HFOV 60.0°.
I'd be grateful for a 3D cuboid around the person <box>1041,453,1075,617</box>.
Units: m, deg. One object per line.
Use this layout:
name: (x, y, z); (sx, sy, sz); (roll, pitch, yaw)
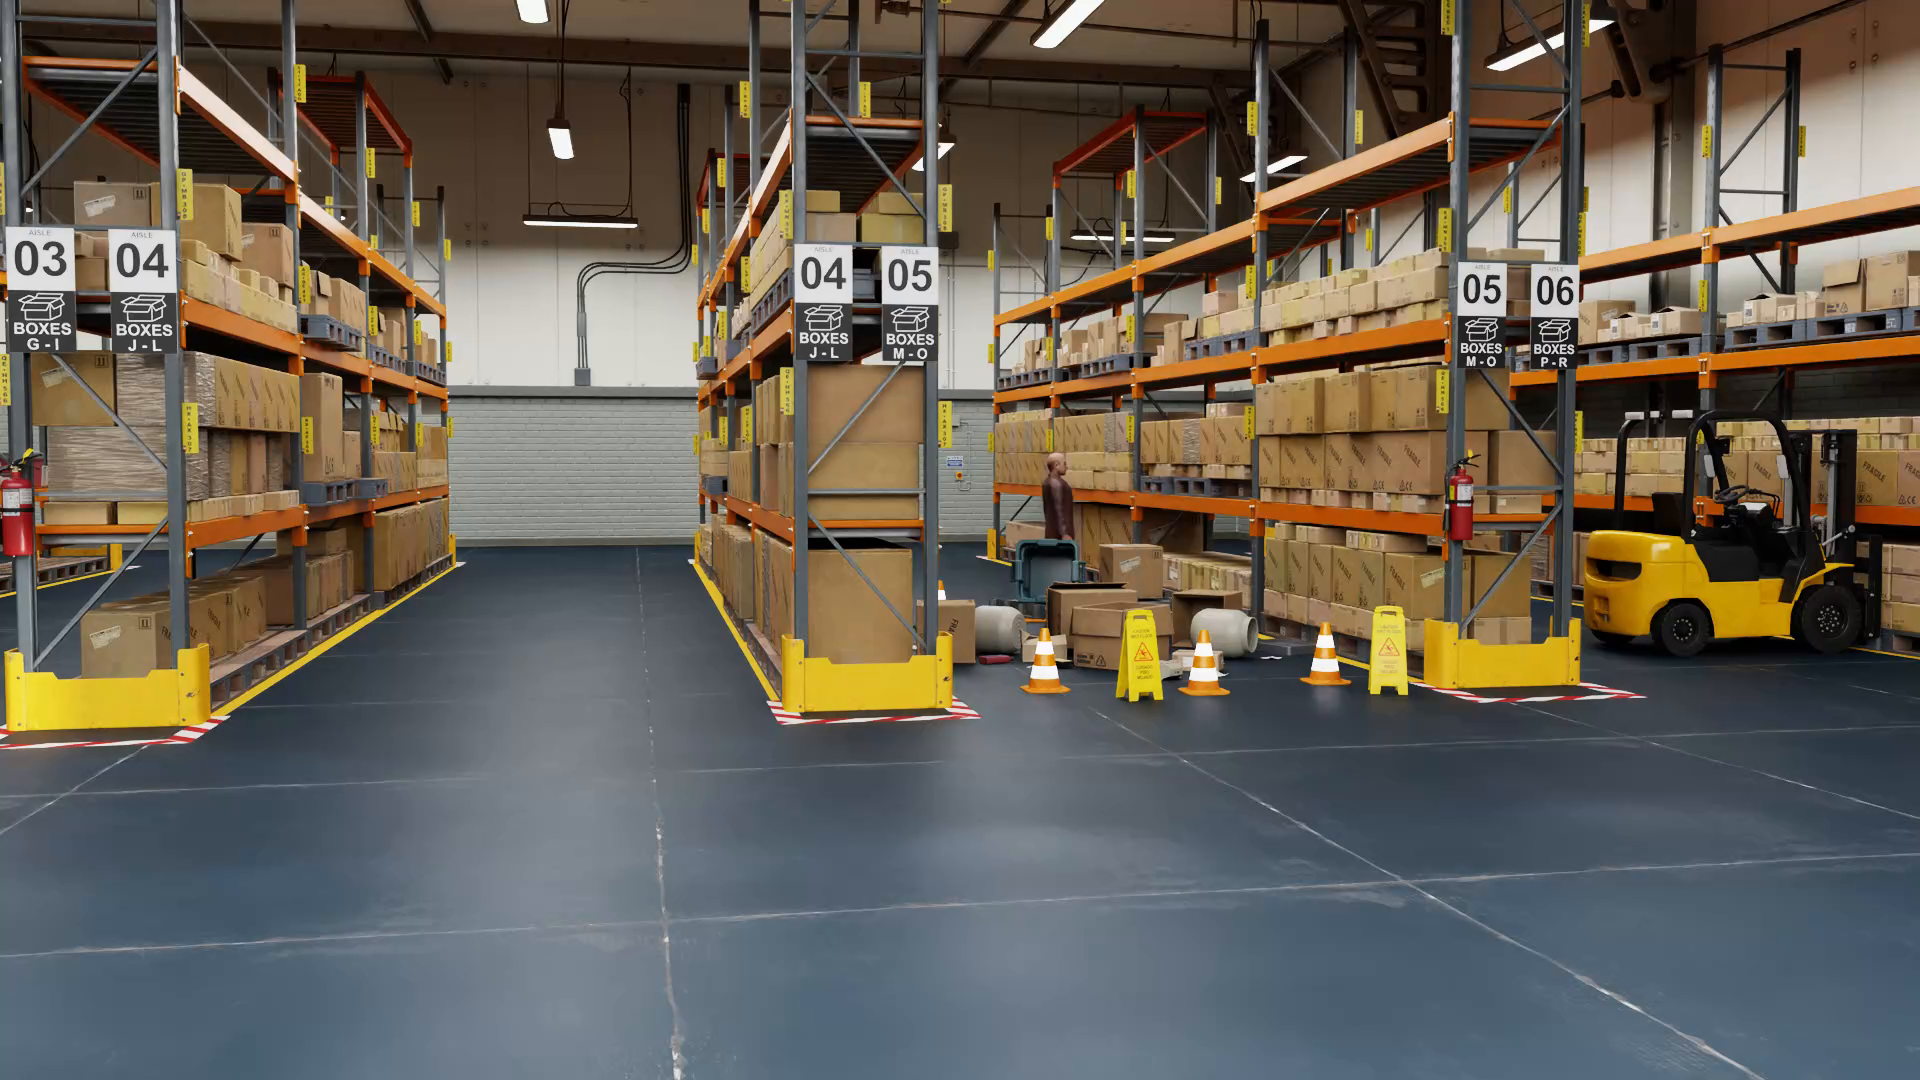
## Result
person: (1.066, -0.027, 17.850); (0.612, 1.816, 0.625); (0, 3, -5)
